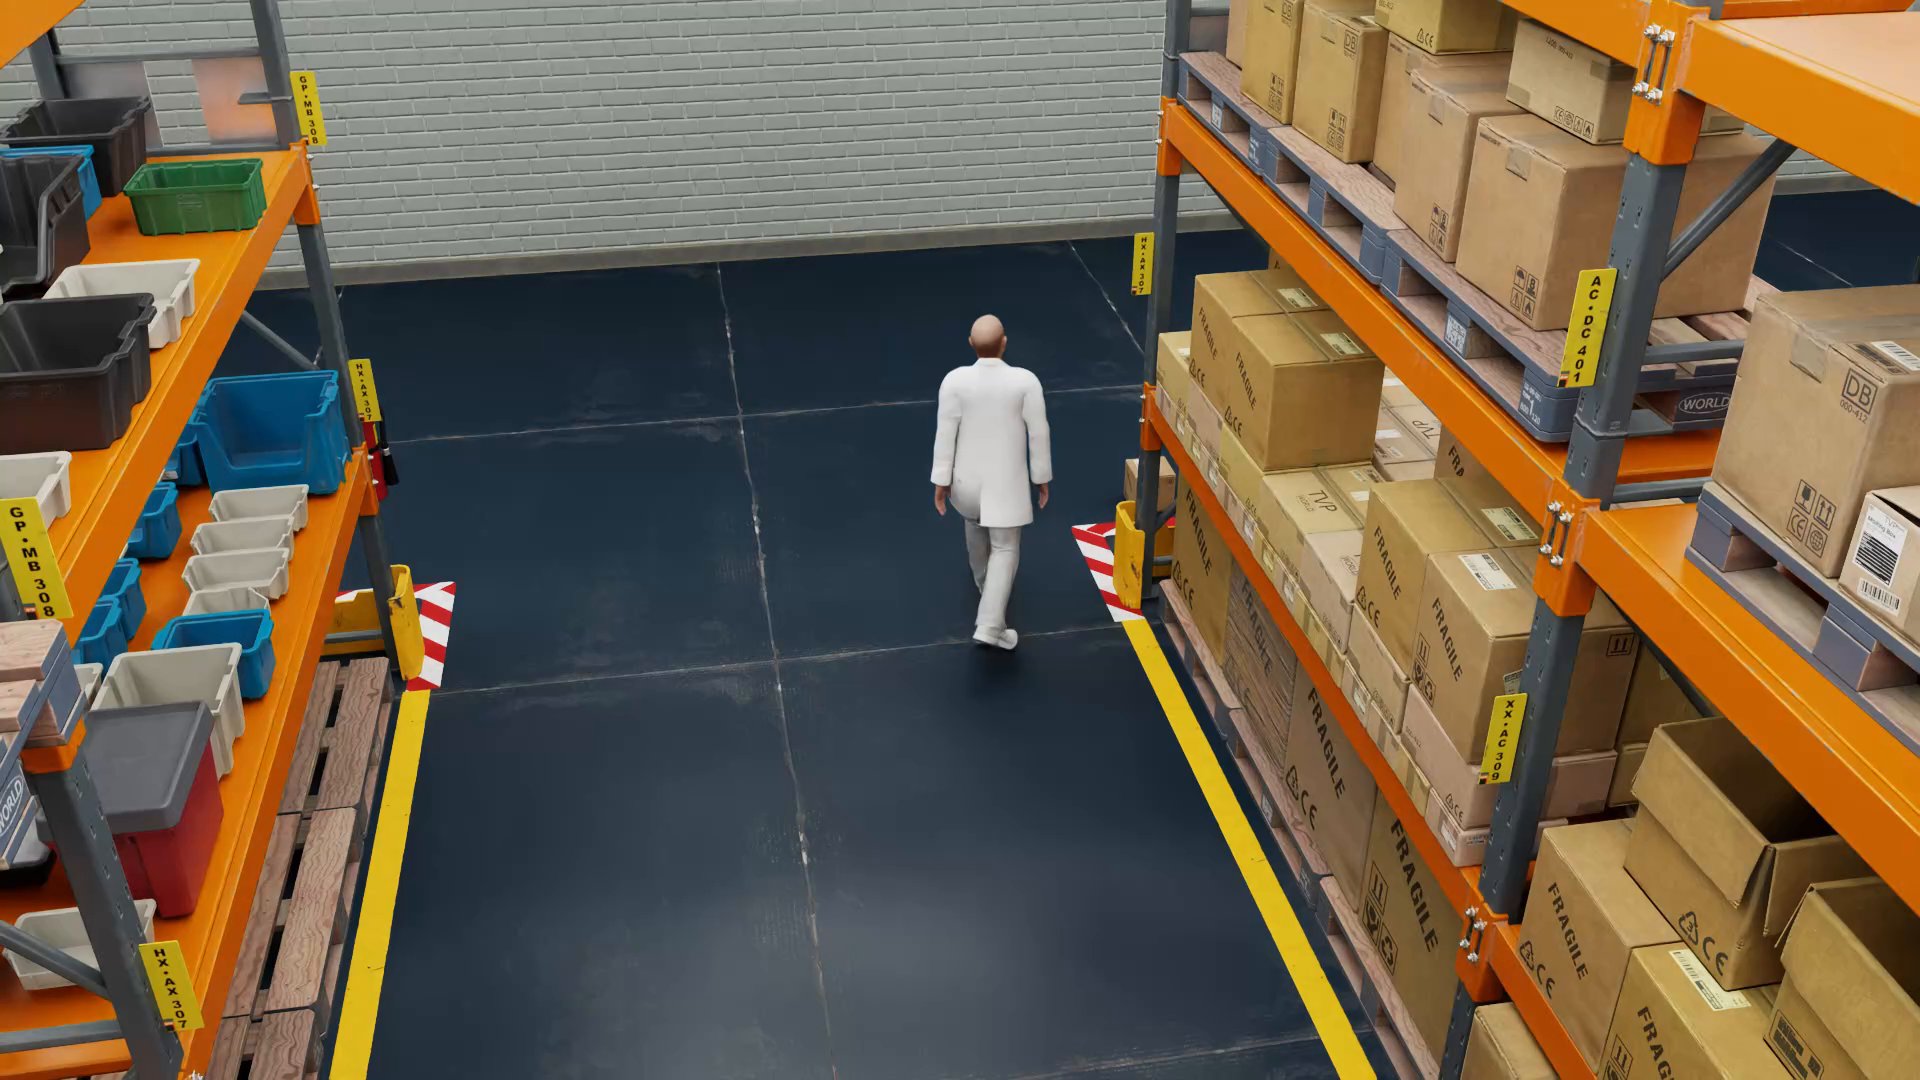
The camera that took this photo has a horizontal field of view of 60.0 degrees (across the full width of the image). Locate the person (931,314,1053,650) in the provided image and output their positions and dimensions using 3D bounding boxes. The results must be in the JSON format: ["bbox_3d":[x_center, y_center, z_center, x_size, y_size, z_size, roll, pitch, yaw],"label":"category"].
[{"bbox_3d":[0.165,-0.311,8.720,0.630,1.734,1.131,5,31,8],"label":"person"}]
